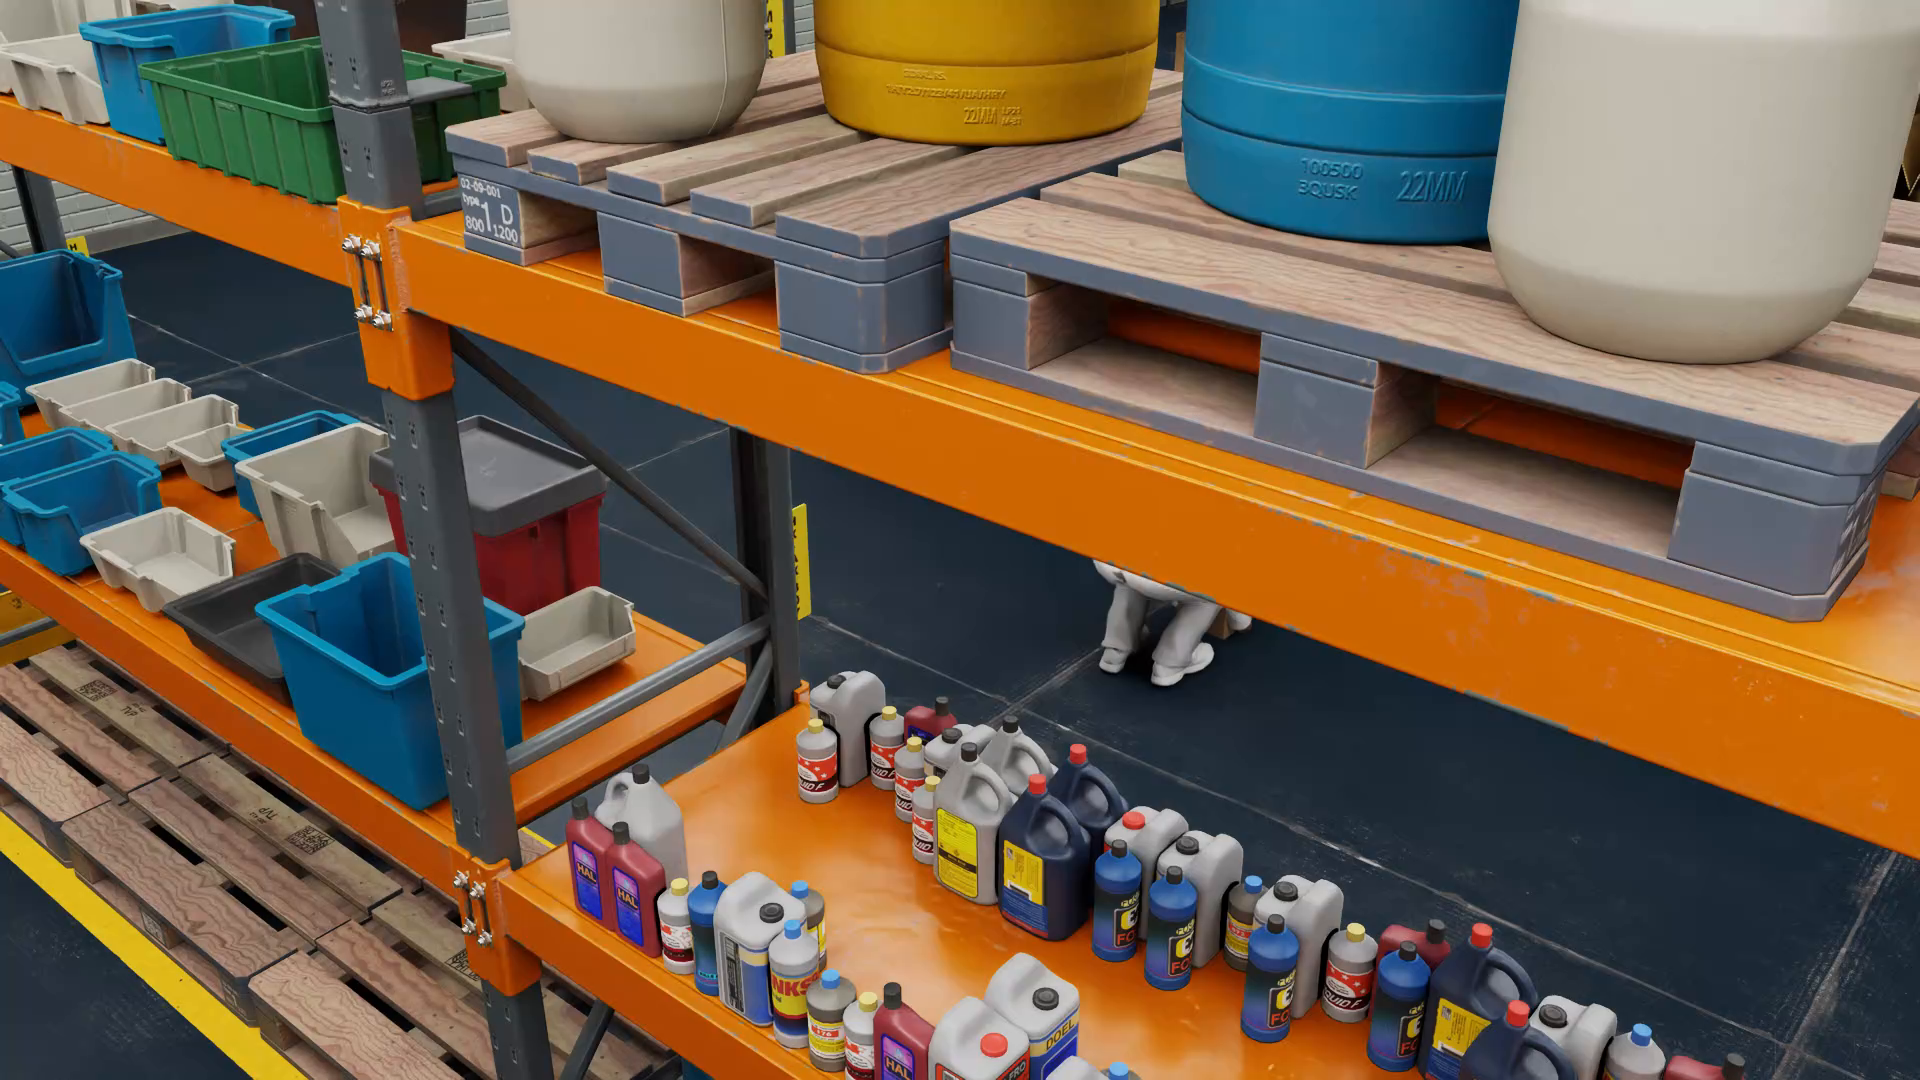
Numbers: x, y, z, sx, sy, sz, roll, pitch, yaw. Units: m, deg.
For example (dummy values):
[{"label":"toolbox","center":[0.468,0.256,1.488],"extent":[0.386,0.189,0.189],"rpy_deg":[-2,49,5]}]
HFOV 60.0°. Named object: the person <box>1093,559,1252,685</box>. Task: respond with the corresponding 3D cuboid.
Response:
[{"label":"person","center":[0.910,0.113,6.964],"extent":[0.582,0.862,0.953],"rpy_deg":[19,33,33]}]
